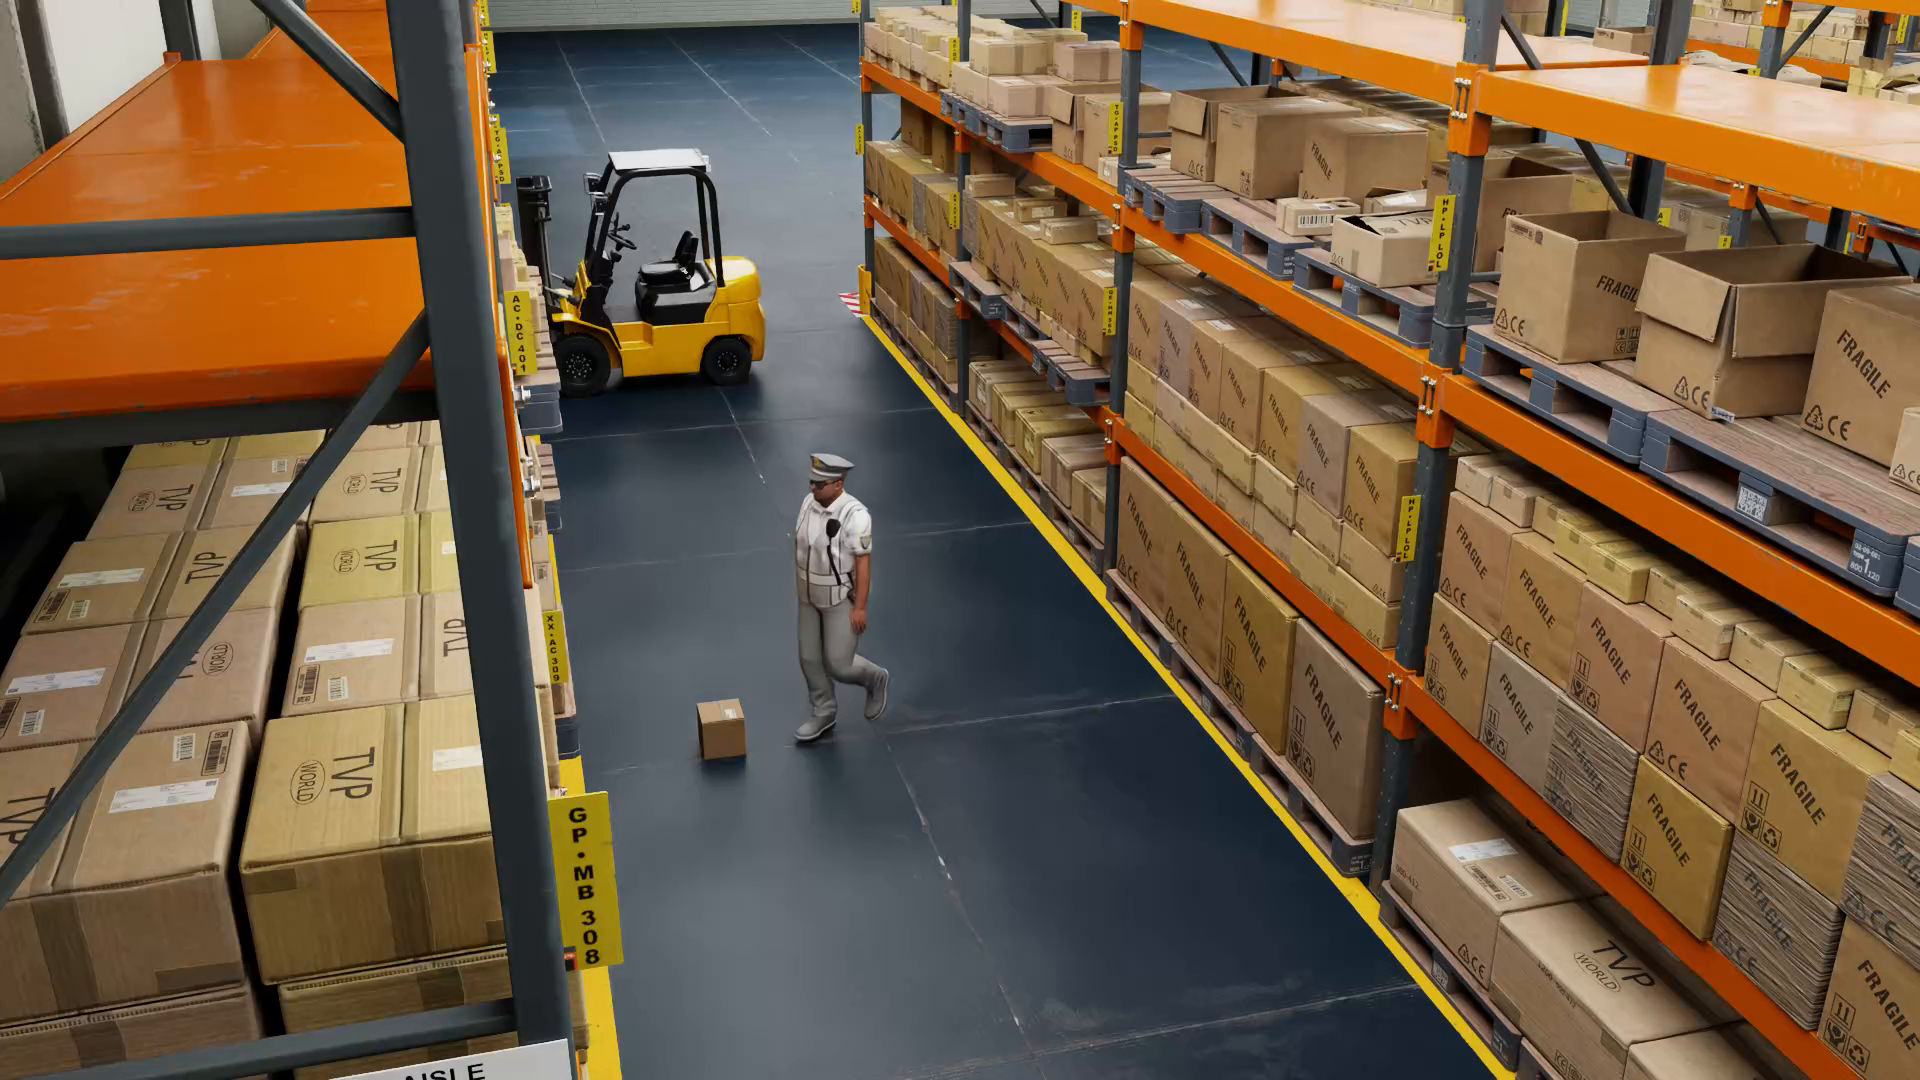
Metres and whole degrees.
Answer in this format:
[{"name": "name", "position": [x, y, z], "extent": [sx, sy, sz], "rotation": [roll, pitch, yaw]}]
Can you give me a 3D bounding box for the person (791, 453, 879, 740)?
[{"name": "person", "position": [-0.768, 0.322, 9.751], "extent": [0.555, 1.755, 0.533], "rotation": [18, 29, 37]}]
